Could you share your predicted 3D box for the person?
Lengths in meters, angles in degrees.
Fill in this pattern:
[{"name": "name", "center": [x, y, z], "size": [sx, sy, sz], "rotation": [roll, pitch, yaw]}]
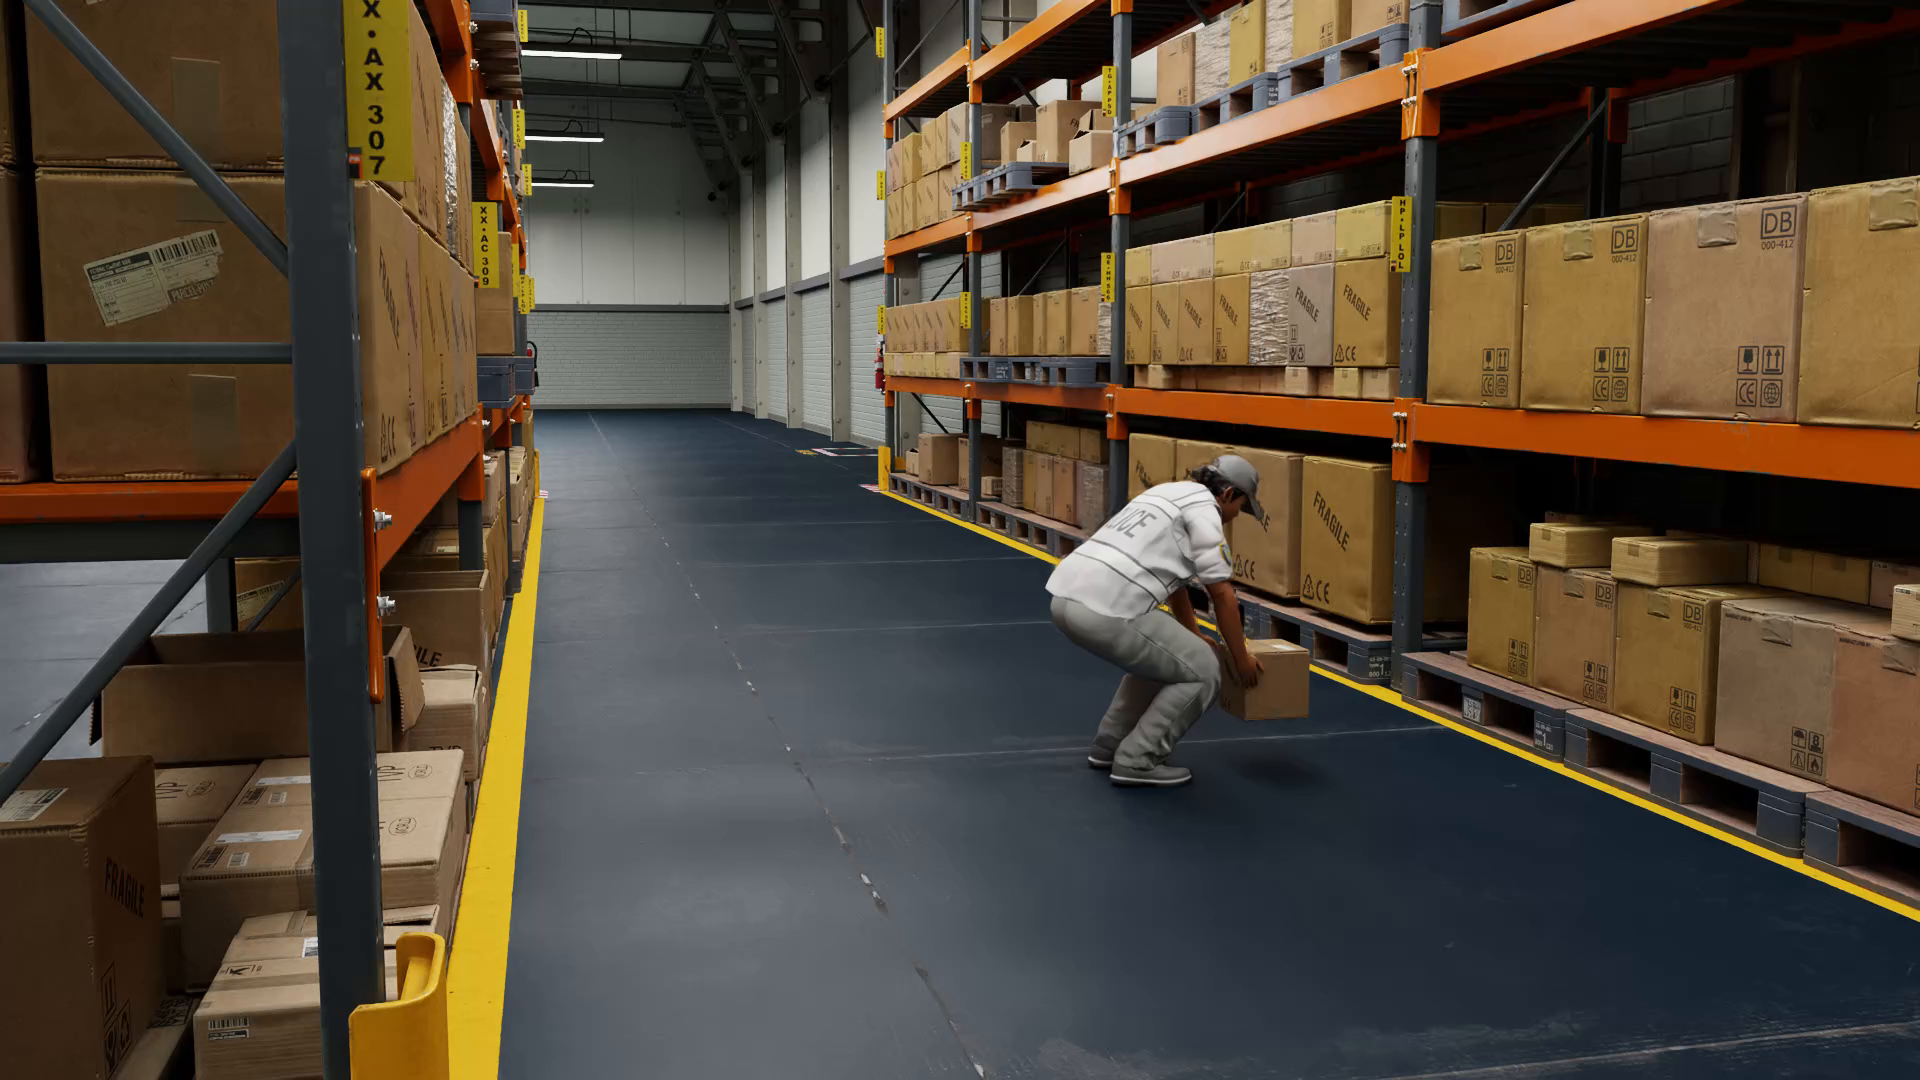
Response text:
[{"name": "person", "center": [0.717, 0.275, 6.025], "size": [0.817, 1.158, 0.539], "rotation": [-2, 6, -14]}]
